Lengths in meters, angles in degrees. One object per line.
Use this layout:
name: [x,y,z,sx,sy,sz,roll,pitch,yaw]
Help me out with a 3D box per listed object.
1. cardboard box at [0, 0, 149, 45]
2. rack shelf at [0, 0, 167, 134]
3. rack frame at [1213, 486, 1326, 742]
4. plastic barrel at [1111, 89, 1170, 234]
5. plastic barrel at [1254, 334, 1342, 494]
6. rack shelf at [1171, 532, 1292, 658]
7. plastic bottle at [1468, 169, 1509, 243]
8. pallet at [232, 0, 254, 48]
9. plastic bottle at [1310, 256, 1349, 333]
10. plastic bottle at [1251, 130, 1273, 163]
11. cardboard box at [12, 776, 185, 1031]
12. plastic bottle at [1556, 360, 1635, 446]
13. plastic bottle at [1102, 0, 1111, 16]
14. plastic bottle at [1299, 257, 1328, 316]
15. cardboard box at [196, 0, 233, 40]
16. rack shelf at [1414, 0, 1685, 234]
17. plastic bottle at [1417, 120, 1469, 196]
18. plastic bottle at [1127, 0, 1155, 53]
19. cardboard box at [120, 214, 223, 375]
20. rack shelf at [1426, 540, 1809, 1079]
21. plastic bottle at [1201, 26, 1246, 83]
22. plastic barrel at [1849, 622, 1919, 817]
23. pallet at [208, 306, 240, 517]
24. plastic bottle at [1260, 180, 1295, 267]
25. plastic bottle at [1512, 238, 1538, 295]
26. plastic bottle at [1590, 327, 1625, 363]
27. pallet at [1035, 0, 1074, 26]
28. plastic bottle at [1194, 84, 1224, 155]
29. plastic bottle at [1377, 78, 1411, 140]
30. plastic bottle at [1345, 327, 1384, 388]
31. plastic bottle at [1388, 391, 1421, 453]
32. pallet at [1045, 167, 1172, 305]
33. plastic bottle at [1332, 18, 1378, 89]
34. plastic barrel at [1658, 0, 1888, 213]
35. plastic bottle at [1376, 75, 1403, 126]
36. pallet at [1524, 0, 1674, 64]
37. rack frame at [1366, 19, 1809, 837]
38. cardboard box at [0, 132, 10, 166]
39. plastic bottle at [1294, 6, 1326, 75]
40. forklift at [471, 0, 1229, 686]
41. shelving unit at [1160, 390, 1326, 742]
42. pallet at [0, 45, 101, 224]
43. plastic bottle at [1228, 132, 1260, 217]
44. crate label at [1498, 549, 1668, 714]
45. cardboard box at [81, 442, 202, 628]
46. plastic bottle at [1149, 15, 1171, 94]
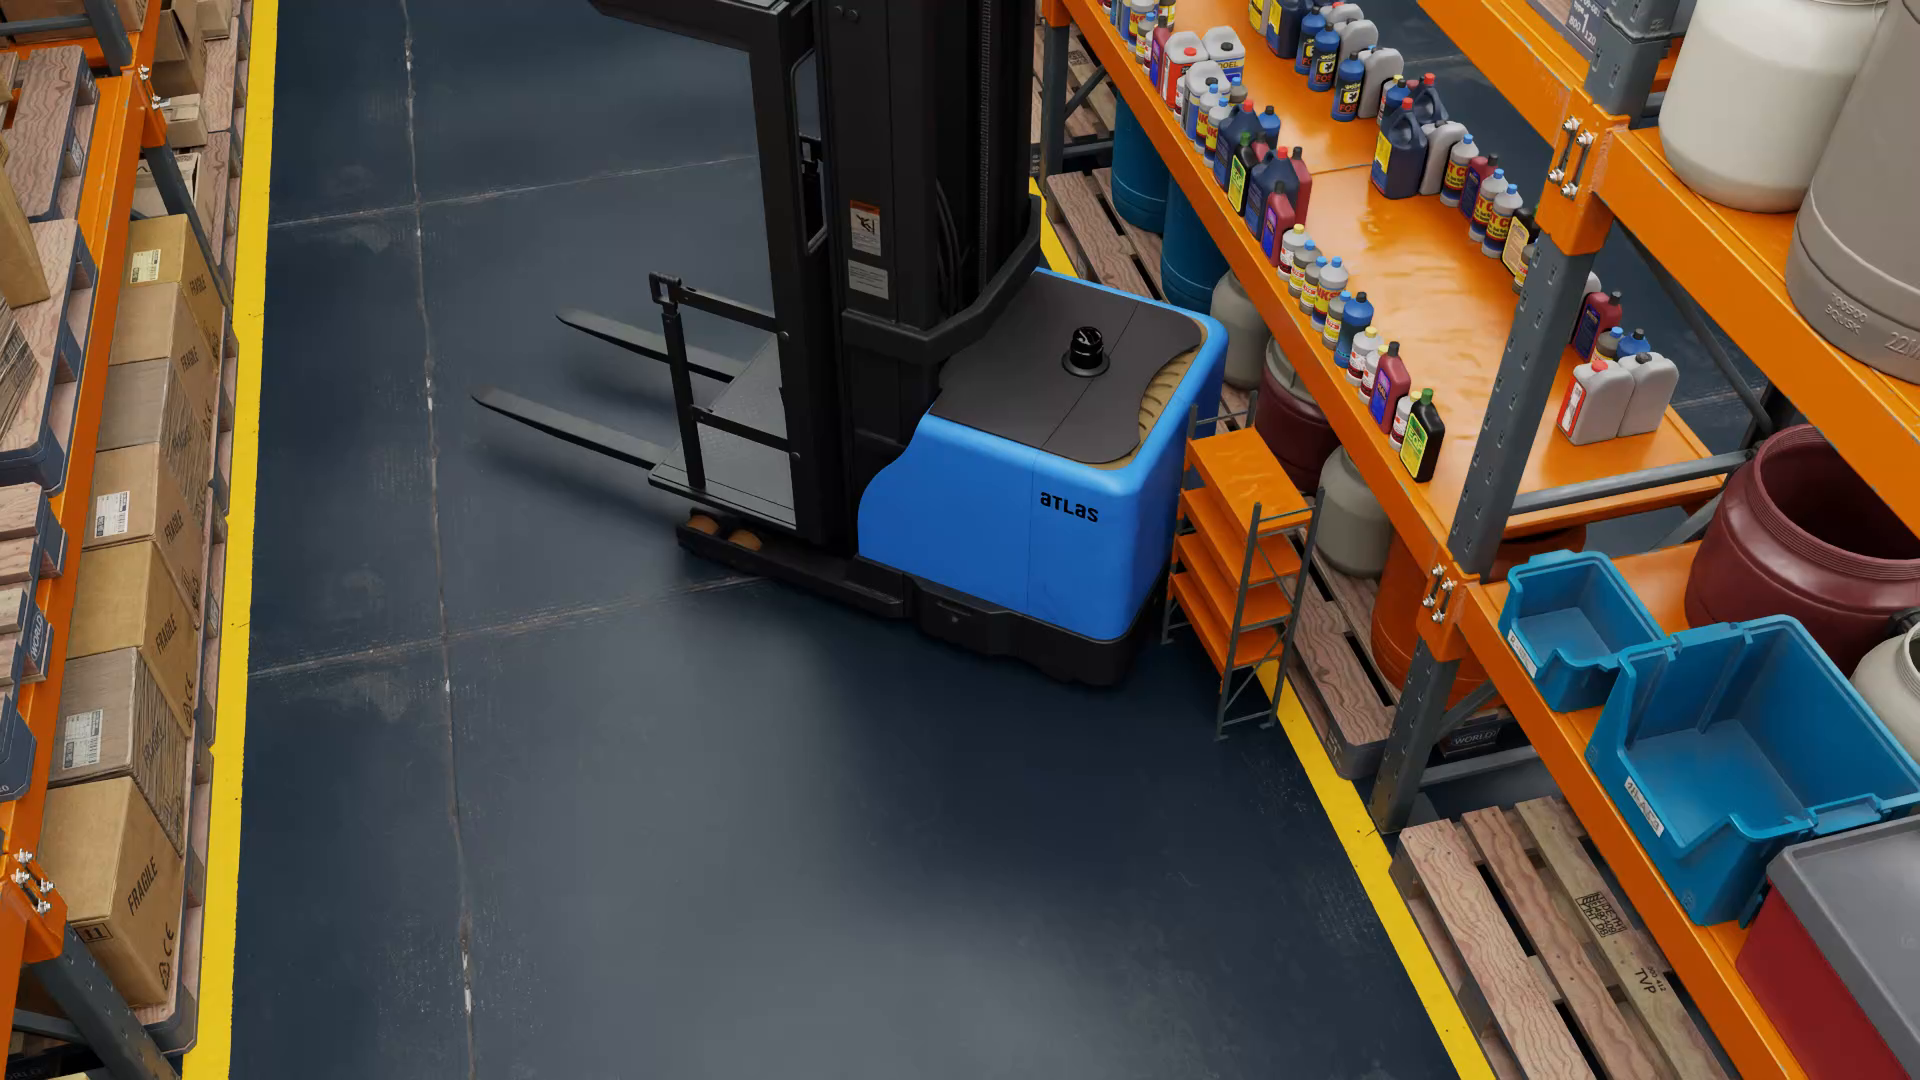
cardboard box: [-3.757,-2.454,6.985,0.500,0.500,0.500,-10,46,-9]
rack shelf: [-4.402,-3.146,8.237,1.077,0.370,4.000,-11,47,-10]
rack frame: [1.034,0.281,5.635,0.240,1.200,0.015,-13,47,-13]
plastic barrel: [1.023,-1.954,7.740,0.600,0.901,0.708,-11,47,-10]
plastic barrel: [1.493,-0.576,6.609,0.600,0.588,0.708,-11,47,-10]
rack shelf: [0.957,0.163,5.845,0.258,0.148,0.480,-13,47,-13]
plastic bottle: [1.886,-1.195,5.911,0.097,0.271,0.097,0,46,0]
pallet: [-4.689,-3.200,9.739,1.003,0.211,1.213,-11,47,-10]
plastic bottle: [1.237,-0.826,5.550,0.097,0.271,0.097,0,46,0]
plastic bottle: [1.092,-1.339,6.044,0.061,0.283,0.133,-11,47,-10]
cardboard box: [-2.706,1.099,5.015,0.500,0.500,0.500,-9,46,-9]
plastic bottle: [1.978,-0.446,5.173,0.152,0.276,0.135,-11,47,-10]
plastic bottle: [0.663,-2.351,7.093,0.097,0.201,0.097,0,46,0]
plastic bottle: [1.212,-0.869,5.641,0.097,0.201,0.097,0,46,0]
cardboard box: [-4.322,-2.979,9.186,0.500,0.250,0.500,-11,47,-10]
rack shelf: [1.412,-2.338,5.344,1.077,0.370,4.000,-11,47,-10]
plastic bottle: [1.770,-1.431,6.139,0.152,0.276,0.135,-11,47,-10]
plastic bottle: [0.747,-2.149,6.845,0.097,0.271,0.097,0,46,0]
cardboard box: [-3.486,-1.008,7.080,0.500,0.500,0.500,-11,47,-11]
rack shelf: [2.436,1.474,3.709,1.077,0.370,4.000,-11,47,-10]
plastic bottle: [1.034,-1.876,6.576,0.152,0.276,0.135,-11,47,-10]
plastic barrel: [2.394,0.473,4.108,0.421,0.512,0.421,0,46,0]
pallet: [-3.645,-0.487,7.079,1.003,0.211,1.213,-11,47,-10]
plastic bottle: [1.115,-1.108,5.818,0.061,0.283,0.133,-11,47,-10]
plastic bottle: [1.970,-0.944,5.714,0.097,0.201,0.097,0,46,0]
plastic bottle: [2.097,-0.600,5.376,0.097,0.201,0.097,0,46,0]
pallet: [0.358,-3.289,9.825,1.003,0.211,1.213,-11,47,-10]
plastic bottle: [0.950,-1.602,6.310,0.097,0.271,0.097,0,46,0]
plastic bottle: [1.661,-1.631,6.338,0.097,0.271,0.097,0,46,0]
plastic bottle: [1.312,-0.600,5.377,0.097,0.201,0.097,0,46,0]
plastic bottle: [1.396,-0.374,5.155,0.097,0.201,0.097,0,46,0]
pallet: [1.057,-1.404,7.978,1.003,0.211,1.213,-11,47,-10]
plastic bottle: [1.570,-1.971,6.668,0.152,0.276,0.135,-11,47,-10]
plastic barrel: [1.707,-0.977,3.429,0.421,0.512,0.421,0,46,0]
plastic bottle: [1.686,-1.710,6.464,0.097,0.201,0.097,0,46,0]
pallet: [1.822,-1.689,4.337,1.003,0.211,1.213,-11,47,-10]
rack frame: [1.924,-0.159,4.806,1.000,3.000,0.127,-11,47,-10]
cardboard box: [-3.747,-1.368,5.627,0.700,0.500,0.500,-4,46,-4]
plastic bottle: [1.420,-2.026,6.726,0.097,0.271,0.097,0,46,0]
forklift: [-0.564,-1.222,5.895,3.031,2.935,1.130,19,49,18]
shelving unit: [0.957,0.115,5.797,0.258,1.200,0.503,-13,47,-13]
pallet: [-3.790,-1.379,6.135,1.003,0.211,1.213,-11,47,-10]
plastic bottle: [1.034,-1.328,6.033,0.061,0.283,0.133,-11,47,-10]
crate label: [1.669,0.259,4.513,0.303,0.233,0.416,-11,47,-10]
cardboard box: [-3.107,0.032,6.061,0.500,0.500,0.500,-12,47,-12]
plastic bottle: [0.809,-1.935,6.628,0.061,0.283,0.133,-11,47,-10]
